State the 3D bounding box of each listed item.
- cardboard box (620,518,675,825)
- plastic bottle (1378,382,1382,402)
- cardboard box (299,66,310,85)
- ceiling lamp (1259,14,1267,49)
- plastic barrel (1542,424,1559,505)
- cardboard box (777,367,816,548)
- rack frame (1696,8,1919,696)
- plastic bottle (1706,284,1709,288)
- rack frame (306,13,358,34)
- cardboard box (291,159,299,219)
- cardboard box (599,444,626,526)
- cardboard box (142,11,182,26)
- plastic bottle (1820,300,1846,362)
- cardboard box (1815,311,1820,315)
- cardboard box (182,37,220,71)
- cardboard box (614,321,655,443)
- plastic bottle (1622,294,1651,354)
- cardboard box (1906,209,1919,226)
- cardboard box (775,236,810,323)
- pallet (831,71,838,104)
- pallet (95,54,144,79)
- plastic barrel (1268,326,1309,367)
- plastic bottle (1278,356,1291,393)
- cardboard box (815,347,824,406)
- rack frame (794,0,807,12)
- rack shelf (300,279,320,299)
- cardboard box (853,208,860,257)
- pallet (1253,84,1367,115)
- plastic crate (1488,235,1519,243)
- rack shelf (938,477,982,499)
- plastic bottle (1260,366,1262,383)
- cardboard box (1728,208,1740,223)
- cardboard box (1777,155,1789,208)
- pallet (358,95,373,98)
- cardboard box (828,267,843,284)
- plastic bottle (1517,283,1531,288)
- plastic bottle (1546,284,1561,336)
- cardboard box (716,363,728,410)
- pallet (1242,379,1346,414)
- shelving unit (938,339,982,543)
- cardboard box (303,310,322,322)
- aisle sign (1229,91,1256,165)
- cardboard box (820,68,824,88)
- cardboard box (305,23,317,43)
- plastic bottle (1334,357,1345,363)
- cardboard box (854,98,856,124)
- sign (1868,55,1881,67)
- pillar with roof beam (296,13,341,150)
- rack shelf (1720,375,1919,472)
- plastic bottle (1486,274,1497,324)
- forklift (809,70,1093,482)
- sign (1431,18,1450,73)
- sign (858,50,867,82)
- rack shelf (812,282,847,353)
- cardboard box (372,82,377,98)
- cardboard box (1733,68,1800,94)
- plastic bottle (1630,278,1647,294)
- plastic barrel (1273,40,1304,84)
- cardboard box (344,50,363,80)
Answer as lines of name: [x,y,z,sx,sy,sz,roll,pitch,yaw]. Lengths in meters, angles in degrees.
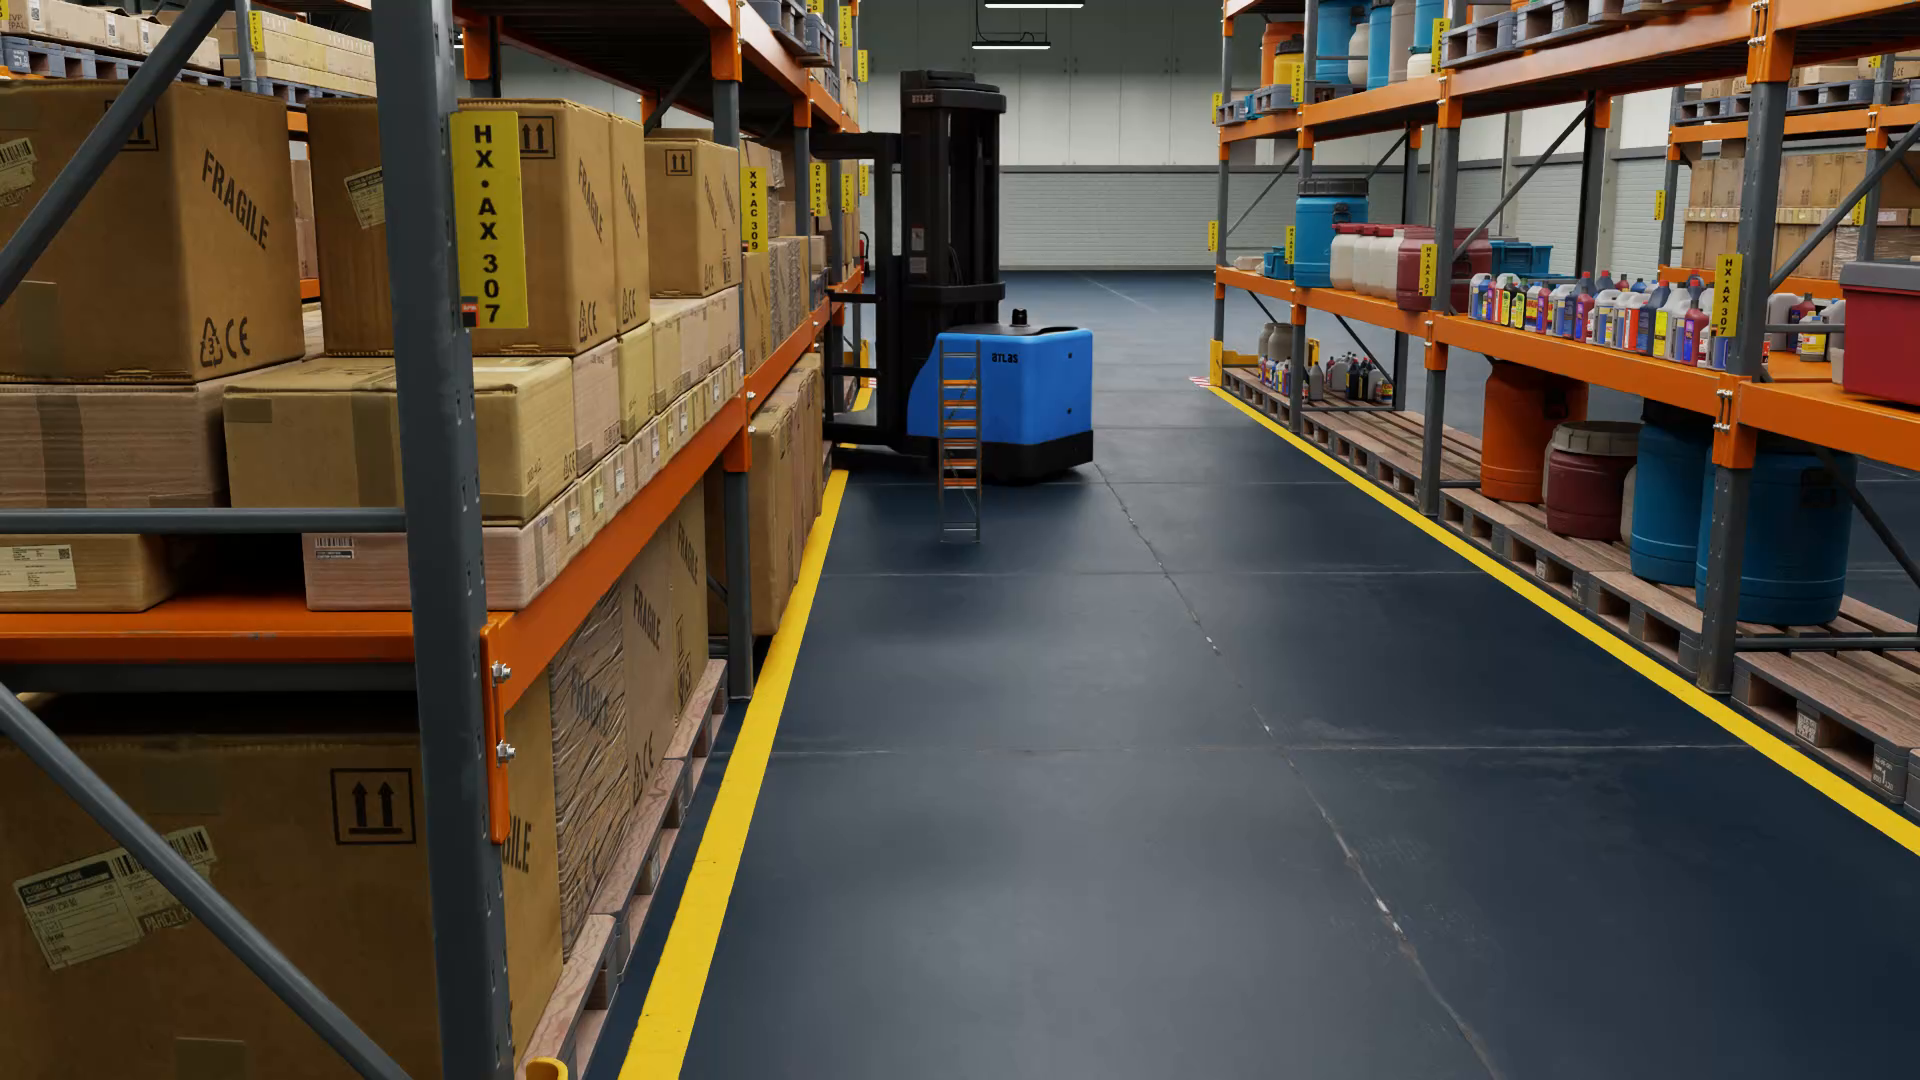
cardboard box: [-1.403,0.328,5.186,0.875,0.875,0.875,0,11,-1]
plastic bottle: [3.860,-1.358,15.140,0.097,0.201,0.097,0,11,0]
cardboard box: [-6.166,-4.234,15.166,0.380,0.149,0.250,0,11,-2]
ceiling lamp: [8.633,-14.105,42.268,2.000,3.185,0.800,0,11,-1]
plastic barrel: [3.642,-0.411,9.741,0.421,0.512,0.421,0,11,0]
cardboard box: [-1.434,-0.463,9.085,1.225,0.875,0.875,0,11,-1]
rack frame: [3.596,-0.838,6.647,1.000,3.000,0.127,0,11,-1]
plastic bottle: [3.918,-1.207,8.757,0.061,0.283,0.133,0,11,-1]
rack frame: [-6.565,-6.143,17.706,1.000,3.000,0.127,0,11,-1]
cardboard box: [-6.583,-3.193,15.160,0.875,0.550,0.550,0,11,-1]
cardboard box: [-0.969,-0.125,3.764,0.380,0.149,0.250,0,11,-2]
cardboard box: [-6.808,-4.472,14.331,0.380,0.149,0.250,0,11,-2]
plastic bottle: [3.960,-0.944,7.479,0.152,0.276,0.135,0,11,-1]
cardboard box: [8.142,-1.964,16.169,0.500,0.500,0.500,0,11,-1]
cardboard box: [-6.307,-3.919,13.359,0.500,0.250,0.500,0,11,-1]
cardboard box: [-1.037,-0.395,4.090,0.500,0.250,0.500,-1,11,-3]
plastic bottle: [3.247,-1.027,7.891,0.152,0.276,0.135,0,11,-1]
cardboard box: [8.571,-2.869,14.775,0.380,0.149,0.250,0,11,-1]
cardboard box: [-1.180,-1.565,9.977,0.500,0.500,0.500,0,11,1]
pallet: [-1.615,-3.663,13.498,1.213,0.211,1.003,0,11,-1]
pallet: [-6.492,-3.340,11.910,1.003,0.211,1.213,0,11,1]
plastic barrel: [3.449,-1.980,17.476,0.421,0.512,0.421,0,11,0]
plastic bottle: [3.119,-1.575,15.834,0.144,0.351,0.185,0,11,-2]
cardboard box: [-1.489,-1.469,14.984,0.500,0.500,0.500,-1,11,-3]
rack frame: [-1.438,-4.553,9.869,1.000,3.000,0.127,0,11,-1]
rack shelf: [-6.523,-2.453,16.415,1.077,0.370,4.000,0,11,-1]
cardboard box: [-1.489,-3.190,17.238,0.875,0.500,0.500,0,11,-1]
pallet: [3.318,-3.949,14.911,1.213,0.211,1.003,0,11,-1]
plastic crate: [3.786,-1.987,12.149,0.402,0.464,0.583,0,11,-1]
rack shelf: [0.000,-0.312,10.011,0.258,0.103,0.180,0,11,-1]
plastic bottle: [3.076,-1.686,16.755,0.097,0.201,0.097,0,11,0]
cardboard box: [8.116,-3.326,17.026,0.380,0.149,0.250,-1,11,-3]
cardboard box: [8.337,-3.520,16.353,0.700,0.500,0.500,0,11,-1]
pallet: [-6.539,-4.482,17.287,1.003,0.211,1.213,0,11,-1]
cardboard box: [-1.225,-2.329,14.627,0.380,0.149,0.250,0,11,-1]
plastic bottle: [3.245,-1.368,9.582,0.097,0.271,0.097,0,11,0]
plastic bottle: [3.198,-1.230,8.902,0.097,0.271,0.097,0,11,0]
cardboard box: [-1.011,-0.533,5.775,0.380,0.149,0.250,0,11,-2]
pallet: [3.431,-1.439,16.620,1.003,0.211,1.213,0,11,-1]
shelving unit: [0.000,-0.591,9.954,0.258,1.200,0.189,0,11,-1]
cardboard box: [-1.584,-0.496,4.588,0.500,0.250,0.500,0,11,-1]
aisle sign: [3.054,-4.511,18.211,0.394,0.787,0.004,0,11,-1]
cardboard box: [-1.224,-3.308,11.654,0.500,0.250,0.500,0,11,0]
cardboard box: [-6.173,-4.677,15.342,0.380,0.149,0.250,0,11,-1]
plastic bottle: [3.802,-1.691,16.593,0.152,0.276,0.135,0,11,-1]
cardboard box: [-1.327,-4.406,17.064,0.500,0.250,0.500,0,11,-1]
sign: [7.828,-4.208,14.212,0.100,0.325,0.005,0,11,-1]
pillar with roof beam: [-13.677,-11.921,46.184,9.100,9.000,0.548,0,11,-1]
rack shelf: [3.638,-0.088,4.758,1.077,0.370,4.000,0,11,-1]
plastic bottle: [3.160,-1.423,9.824,0.061,0.283,0.133,0,11,-1]
forklift: [-0.517,-2.047,12.775,3.031,2.935,1.130,7,13,30]
sign: [2.964,-3.048,10.260,0.100,0.325,0.005,0,11,-1]
sign: [-1.048,-5.106,17.909,0.100,0.325,0.005,0,11,-1]
rack shelf: [-1.480,-1.658,12.497,1.077,0.370,4.000,0,11,-1]
cardboard box: [-6.209,-4.639,17.160,0.380,0.149,0.250,0,11,0]
cardboard box: [8.062,-4.705,16.505,0.500,0.500,0.500,0,11,-1]
plastic bottle: [3.941,-1.384,9.661,0.097,0.271,0.097,0,11,0]
plastic barrel: [3.499,-4.766,16.931,0.600,0.588,0.600,0,11,0]
cardboard box: [-6.256,-4.705,16.482,0.500,0.250,0.500,0,11,-1]
